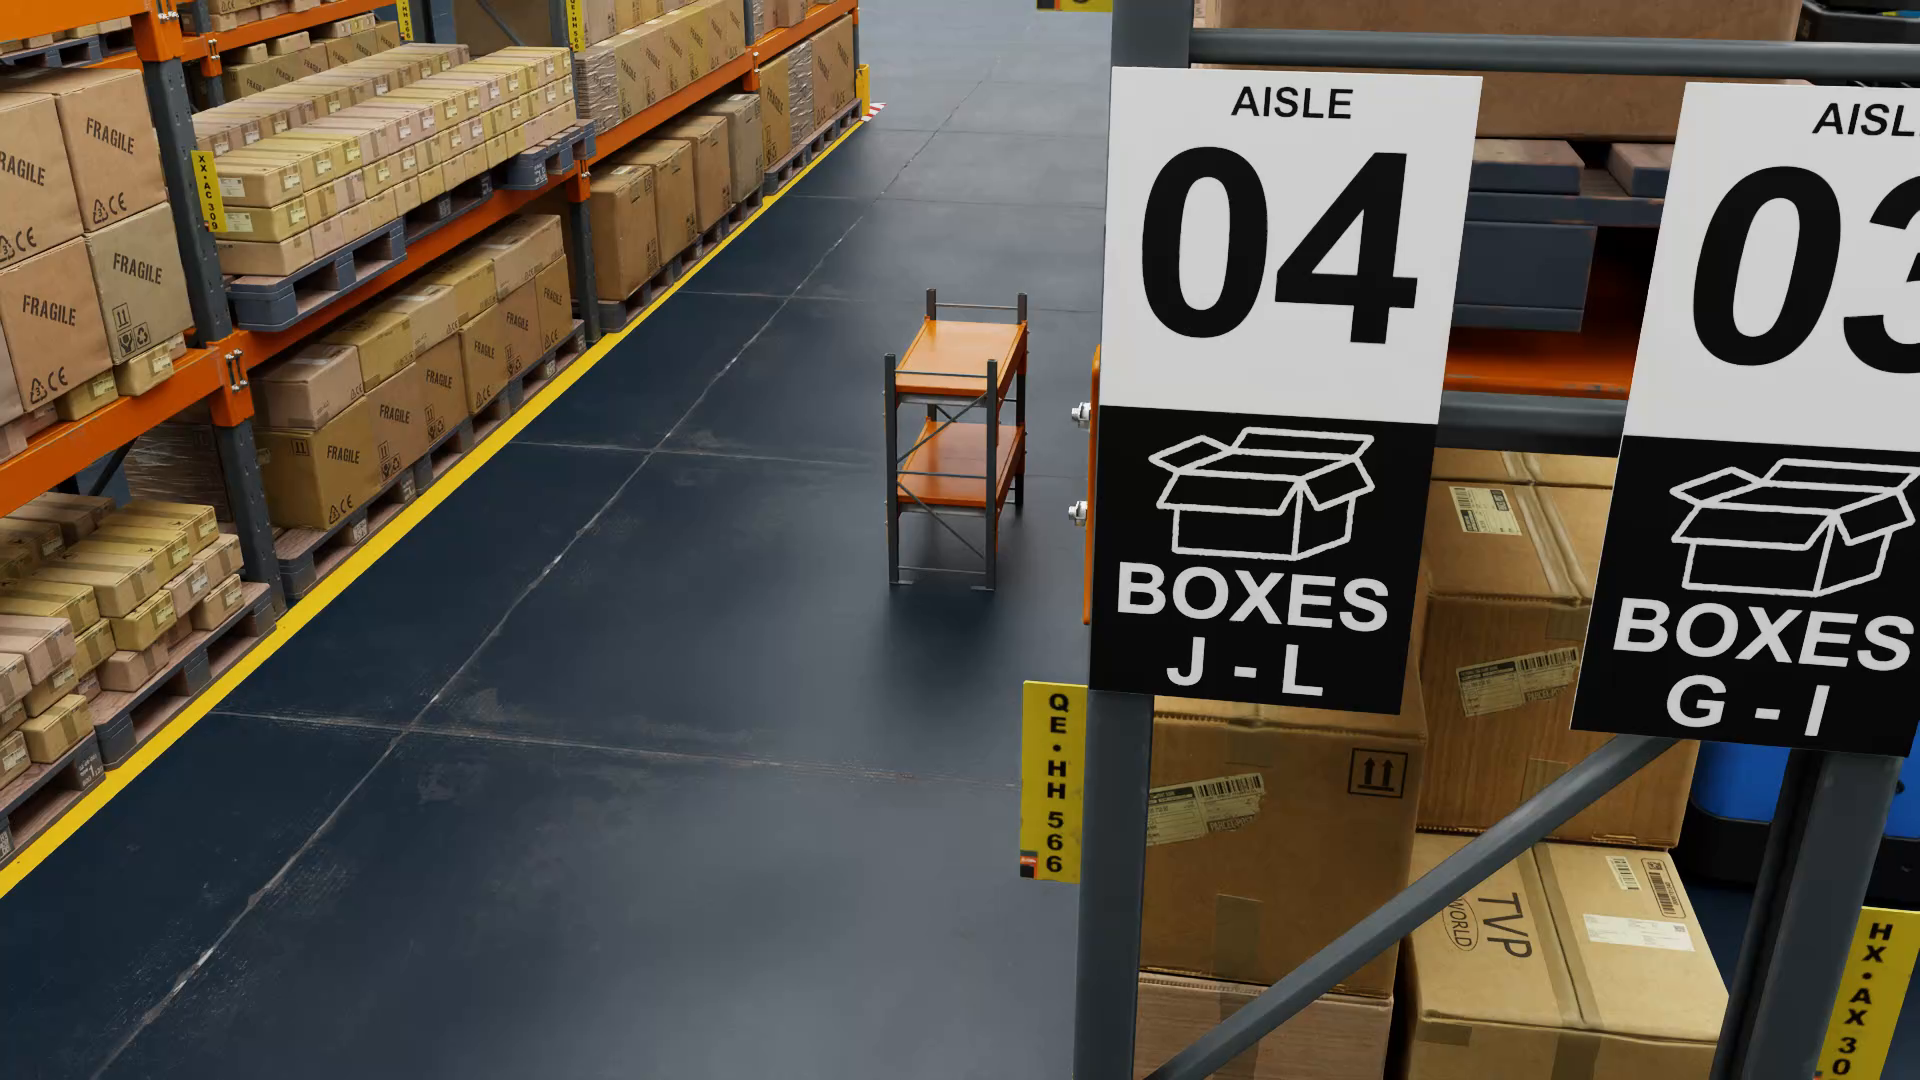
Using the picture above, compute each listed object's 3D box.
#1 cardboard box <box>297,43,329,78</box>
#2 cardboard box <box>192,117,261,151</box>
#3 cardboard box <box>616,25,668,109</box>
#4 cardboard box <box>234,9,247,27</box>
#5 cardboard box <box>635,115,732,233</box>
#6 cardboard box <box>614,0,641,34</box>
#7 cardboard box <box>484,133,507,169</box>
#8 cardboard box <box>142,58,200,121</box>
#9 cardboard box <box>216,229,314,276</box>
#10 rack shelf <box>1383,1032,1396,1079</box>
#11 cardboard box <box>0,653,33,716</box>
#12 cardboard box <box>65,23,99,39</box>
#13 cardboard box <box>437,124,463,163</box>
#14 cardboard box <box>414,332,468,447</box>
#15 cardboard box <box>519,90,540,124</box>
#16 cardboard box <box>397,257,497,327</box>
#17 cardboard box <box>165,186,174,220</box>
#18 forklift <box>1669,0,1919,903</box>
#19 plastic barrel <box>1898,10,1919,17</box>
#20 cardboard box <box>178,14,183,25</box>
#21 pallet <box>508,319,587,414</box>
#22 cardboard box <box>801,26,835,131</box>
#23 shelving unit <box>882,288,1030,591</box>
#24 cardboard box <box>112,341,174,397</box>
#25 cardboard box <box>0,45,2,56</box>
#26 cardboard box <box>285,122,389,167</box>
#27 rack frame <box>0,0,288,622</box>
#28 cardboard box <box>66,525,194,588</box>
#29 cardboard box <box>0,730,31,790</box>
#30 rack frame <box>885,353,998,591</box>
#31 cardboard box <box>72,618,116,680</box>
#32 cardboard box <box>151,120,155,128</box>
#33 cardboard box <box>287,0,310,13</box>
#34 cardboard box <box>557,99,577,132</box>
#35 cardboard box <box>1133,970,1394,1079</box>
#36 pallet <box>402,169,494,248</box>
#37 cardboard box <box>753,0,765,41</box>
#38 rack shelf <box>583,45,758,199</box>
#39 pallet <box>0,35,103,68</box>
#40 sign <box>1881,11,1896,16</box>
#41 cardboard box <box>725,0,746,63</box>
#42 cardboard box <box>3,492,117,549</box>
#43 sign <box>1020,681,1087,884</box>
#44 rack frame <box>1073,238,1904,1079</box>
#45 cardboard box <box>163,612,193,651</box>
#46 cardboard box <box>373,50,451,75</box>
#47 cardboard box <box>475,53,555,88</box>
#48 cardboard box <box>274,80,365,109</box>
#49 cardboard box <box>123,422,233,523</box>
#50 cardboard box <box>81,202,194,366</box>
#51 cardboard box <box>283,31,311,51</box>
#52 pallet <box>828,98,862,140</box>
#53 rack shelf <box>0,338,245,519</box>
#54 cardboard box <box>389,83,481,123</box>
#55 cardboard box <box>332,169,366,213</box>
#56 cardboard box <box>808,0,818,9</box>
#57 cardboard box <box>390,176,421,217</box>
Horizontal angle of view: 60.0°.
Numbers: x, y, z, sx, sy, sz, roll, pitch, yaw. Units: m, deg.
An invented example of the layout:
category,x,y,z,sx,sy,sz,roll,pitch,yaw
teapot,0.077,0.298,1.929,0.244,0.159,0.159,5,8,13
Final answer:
category,x,y,z,sx,sy,sz,roll,pitch,yaw
cardboard box,-6.621,-4.641,16.489,0.500,0.500,0.500,5,26,11
cardboard box,-3.551,-1.897,7.865,0.380,0.149,0.250,4,25,8
cardboard box,-2.397,-3.351,11.753,0.500,0.500,0.500,4,25,8
cardboard box,-6.788,-4.792,15.245,0.380,0.149,0.250,5,26,10
cardboard box,-2.421,-2.888,13.040,1.050,0.750,0.750,4,25,9
cardboard box,-2.654,-3.824,11.585,0.700,0.500,0.500,4,25,8
cardboard box,-2.698,-2.123,9.049,0.380,0.149,0.250,3,25,6
cardboard box,-7.314,-4.237,15.627,0.500,0.500,0.500,4,25,8
cardboard box,-3.036,-1.249,7.182,0.380,0.149,0.250,3,25,6
rack shelf,0.996,0.508,4.475,1.077,0.370,4.000,4,25,9
cardboard box,-3.496,0.509,5.790,0.380,0.149,0.250,3,25,7
cardboard box,-7.139,-4.103,13.278,0.380,0.149,0.250,4,25,8
cardboard box,-2.782,-2.038,8.516,0.380,0.149,0.250,4,25,7
cardboard box,-3.014,-0.830,8.939,0.500,0.500,0.500,4,25,9
cardboard box,-2.614,-2.464,9.426,0.380,0.149,0.250,5,25,10
cardboard box,-2.924,-1.383,9.235,0.500,0.250,0.500,5,25,10
cardboard box,-3.642,-1.542,7.455,0.380,0.149,0.250,4,25,9
forklift,3.282,-0.706,6.300,1.130,2.935,3.031,5,26,11
plastic barrel,7.155,-3.743,12.117,0.600,0.901,0.708,4,25,9
cardboard box,-7.361,-4.833,15.334,0.380,0.149,0.250,5,25,10
pallet,-3.029,-1.123,10.401,1.003,0.211,1.213,4,25,9
cardboard box,-1.780,-4.630,16.615,0.875,0.875,0.875,4,25,8
shelving unit,-0.001,-0.507,8.005,0.538,1.125,1.048,4,25,9
cardboard box,-3.304,-0.675,6.451,0.380,0.149,0.250,3,25,7
cardboard box,-7.366,-3.660,12.332,0.380,0.149,0.250,6,26,12
cardboard box,-2.908,-1.847,7.757,0.380,0.149,0.250,4,25,8
rack frame,-3.554,-1.040,6.934,1.000,3.000,0.127,4,25,9
cardboard box,-3.358,0.068,6.732,0.380,0.149,0.250,4,25,9
cardboard box,-3.560,0.786,5.900,0.380,0.149,0.250,4,25,10
rack frame,-0.084,-0.294,7.551,0.500,1.125,0.032,4,25,9
cardboard box,-3.488,0.405,6.362,0.380,0.149,0.250,4,25,9
cardboard box,-7.230,-3.467,14.723,0.950,0.372,0.625,4,25,9
cardboard box,-6.560,-5.217,16.153,0.380,0.149,0.250,4,25,9
cardboard box,-2.527,-2.551,9.963,0.380,0.149,0.250,4,25,9
cardboard box,0.487,0.731,2.976,0.500,0.250,0.500,4,25,8
pallet,-3.183,-1.795,8.773,1.003,0.211,1.213,4,25,9
cardboard box,-2.198,-4.609,14.381,0.875,0.550,0.550,4,25,9
rack shelf,-2.573,-3.224,12.447,1.077,0.370,4.000,4,25,9
pallet,-7.517,-3.758,12.965,1.003,0.211,1.213,4,25,9
sign,6.976,-3.825,12.557,0.100,0.325,0.005,4,25,9
cardboard box,-2.068,-4.194,13.555,0.500,0.500,0.500,4,25,8
cardboard box,-3.815,-0.079,7.046,0.380,0.149,0.250,5,26,11
sign,0.136,0.344,2.332,0.100,0.325,0.005,4,25,9
rack frame,0.669,1.019,2.535,1.000,3.000,0.127,4,25,9
cardboard box,-3.407,0.351,6.828,0.380,0.149,0.250,5,25,10
cardboard box,-3.208,-2.766,9.721,0.380,0.149,0.250,3,25,7
cardboard box,-2.571,-2.717,9.616,0.380,0.149,0.250,4,25,8
cardboard box,-3.380,-2.329,8.787,0.380,0.149,0.250,5,26,10
cardboard box,-3.681,-0.425,8.073,0.500,0.500,0.500,4,25,8
cardboard box,-3.354,-0.998,6.375,0.500,0.500,0.500,4,25,9
cardboard box,-6.581,-4.869,16.212,0.380,0.149,0.250,5,26,12
pallet,-1.646,-4.456,17.521,1.003,0.211,1.213,4,25,9
rack shelf,-3.881,0.122,5.299,1.077,0.370,4.000,4,25,9
cardboard box,-2.741,-2.281,8.685,0.380,0.149,0.250,5,26,11
cardboard box,-2.954,-1.601,7.581,0.380,0.149,0.250,5,25,10
cardboard box,-1.892,-5.511,16.309,0.875,0.550,0.550,4,25,9
cardboard box,-2.868,-1.681,8.105,0.380,0.149,0.250,3,25,6
